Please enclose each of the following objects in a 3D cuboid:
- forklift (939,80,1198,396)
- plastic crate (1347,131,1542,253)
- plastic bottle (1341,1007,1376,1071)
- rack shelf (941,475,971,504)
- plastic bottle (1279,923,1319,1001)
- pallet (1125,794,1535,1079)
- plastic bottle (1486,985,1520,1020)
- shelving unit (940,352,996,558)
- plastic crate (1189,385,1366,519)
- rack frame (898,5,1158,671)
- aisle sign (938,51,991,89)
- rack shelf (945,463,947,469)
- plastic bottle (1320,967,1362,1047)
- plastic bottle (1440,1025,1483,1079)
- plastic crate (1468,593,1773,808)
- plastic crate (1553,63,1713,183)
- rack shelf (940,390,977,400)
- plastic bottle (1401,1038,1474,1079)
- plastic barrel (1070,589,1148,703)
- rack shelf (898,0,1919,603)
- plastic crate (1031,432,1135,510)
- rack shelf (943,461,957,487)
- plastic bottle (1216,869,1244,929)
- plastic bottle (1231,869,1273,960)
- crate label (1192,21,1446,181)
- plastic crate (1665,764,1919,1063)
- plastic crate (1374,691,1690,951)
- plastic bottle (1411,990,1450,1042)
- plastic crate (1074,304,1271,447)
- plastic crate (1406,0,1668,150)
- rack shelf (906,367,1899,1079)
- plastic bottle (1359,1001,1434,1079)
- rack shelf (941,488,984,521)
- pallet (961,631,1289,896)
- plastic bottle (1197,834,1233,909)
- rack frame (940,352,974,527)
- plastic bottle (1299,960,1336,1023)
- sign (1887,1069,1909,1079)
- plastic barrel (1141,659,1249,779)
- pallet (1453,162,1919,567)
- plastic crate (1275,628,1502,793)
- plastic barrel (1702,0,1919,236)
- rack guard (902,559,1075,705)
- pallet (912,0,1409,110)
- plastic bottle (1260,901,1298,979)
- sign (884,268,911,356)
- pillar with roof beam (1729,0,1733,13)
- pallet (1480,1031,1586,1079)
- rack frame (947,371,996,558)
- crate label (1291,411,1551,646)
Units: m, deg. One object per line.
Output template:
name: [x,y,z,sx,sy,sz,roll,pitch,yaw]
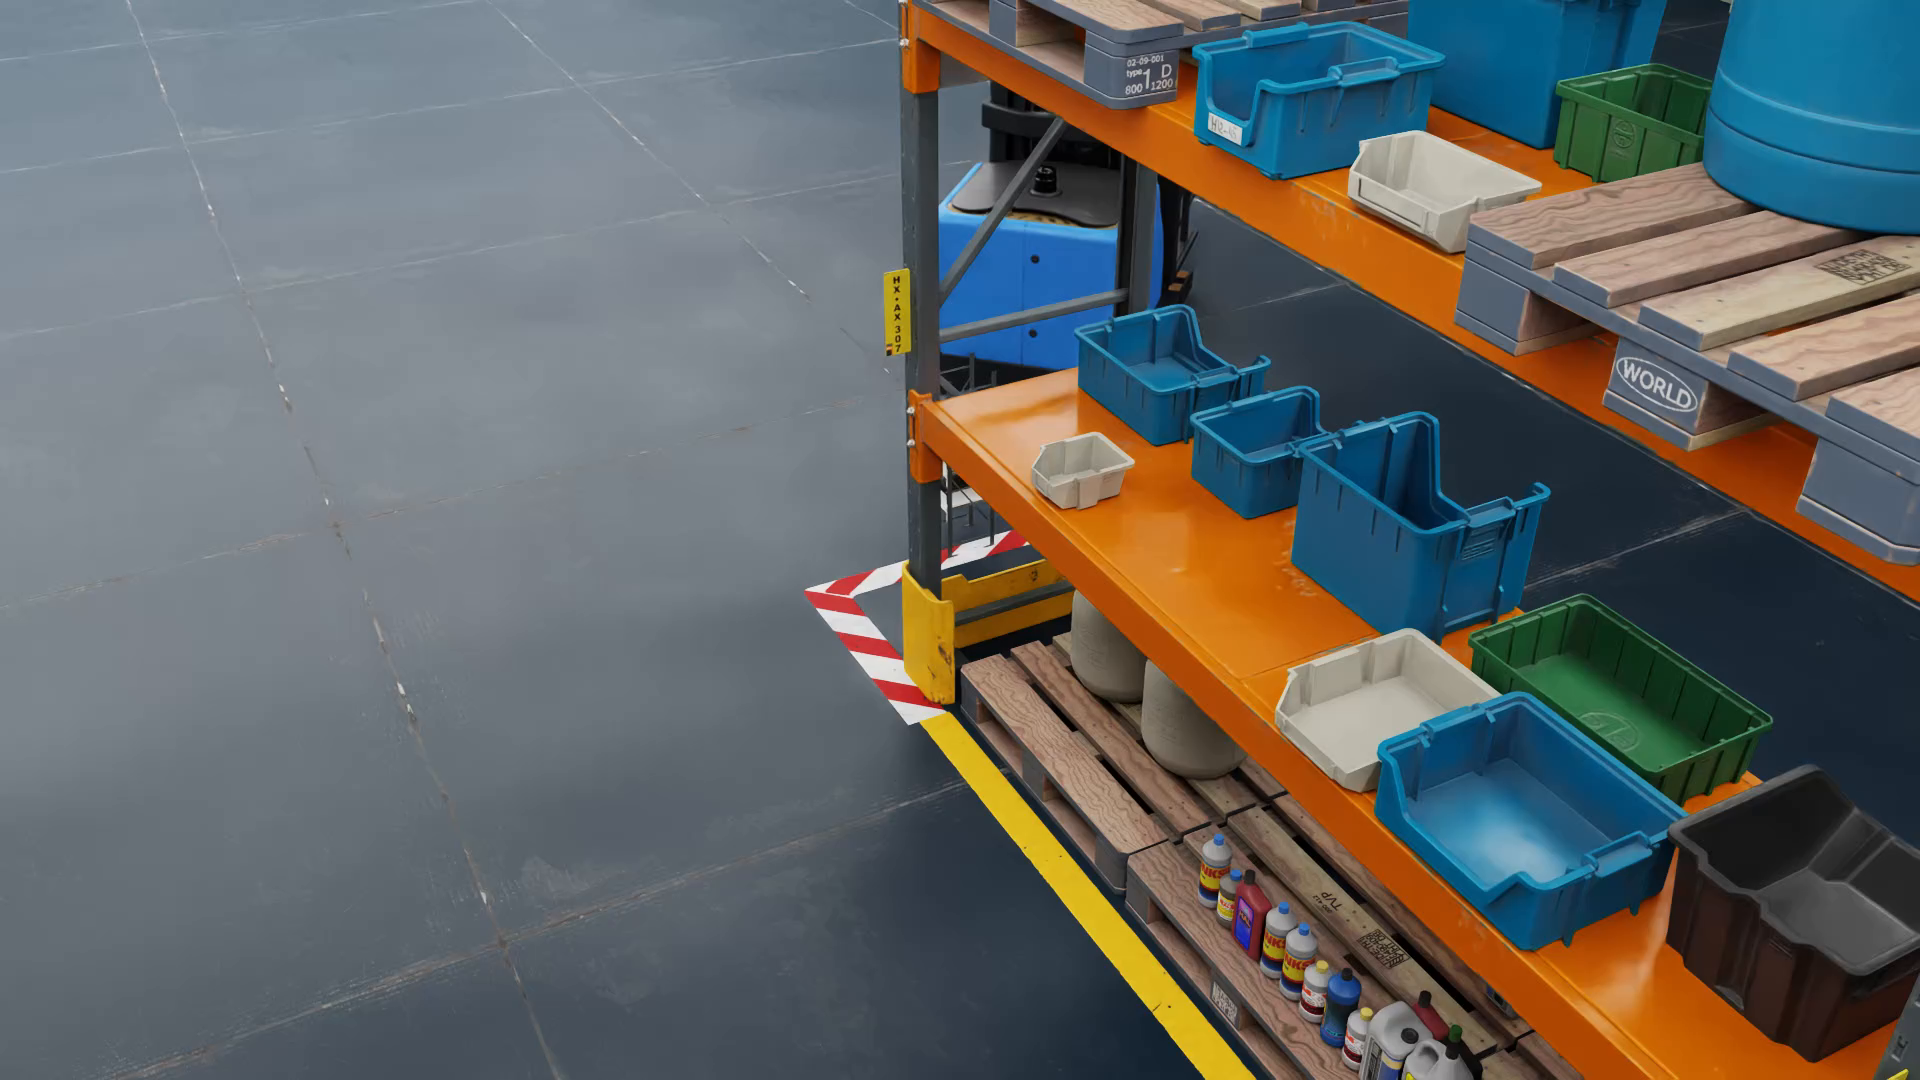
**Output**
forklift: [0.774,-2.649,9.168,1.130,2.935,3.031,10,34,15]
plastic crate: [1.023,-0.745,3.597,0.243,0.136,0.396,-16,36,-23]
plastic bottle: [1.182,1.455,4.884,0.097,0.201,0.097,0,33,0]
rack shelf: [0.004,-0.271,7.568,0.258,0.077,0.200,-16,36,-23]
plastic bottle: [1.040,1.280,5.092,0.097,0.271,0.097,0,33,0]
pallet: [1.280,1.331,5.477,1.003,0.211,1.213,-16,36,-23]
plastic bottle: [1.714,1.299,5.059,0.152,0.276,0.135,-16,36,-23]
shelving unit: [0.004,-0.375,7.501,0.258,0.900,0.210,-16,36,-23]
plastic crate: [1.060,-0.300,5.576,0.499,0.251,0.408,-16,36,-23]
rack frame: [0.264,-0.838,6.277,1.000,3.000,0.127,-16,36,-23]
aisle sign: [-0.029,-1.893,5.515,0.394,0.787,0.004,-16,36,-23]
rack shelf: [0.004,-0.423,7.471,0.258,0.077,0.200,-16,36,-23]
plastic bottle: [1.134,1.377,4.941,0.097,0.271,0.097,0,33,0]
plastic bottle: [1.412,1.511,4.721,0.061,0.283,0.133,-16,36,-23]
plastic crate: [1.746,0.441,4.477,0.450,0.188,0.662,-16,36,-23]
plastic crate: [1.634,-0.924,3.828,0.336,0.188,0.450,-16,36,-23]
rack shelf: [0.004,-0.574,7.374,0.258,0.077,0.200,-16,36,-23]
plastic bottle: [1.334,1.520,4.644,0.144,0.351,0.185,-16,36,-23]
plastic barrel: [0.638,0.328,6.375,0.421,0.512,0.421,0,33,0]
rack shelf: [1.196,-0.844,4.173,1.077,0.370,4.000,-16,36,-23]
plastic crate: [0.396,-0.219,5.556,0.298,0.136,0.250,-16,36,-23]
rack shelf: [0.004,-0.347,7.519,0.258,0.077,0.200,-16,36,-23]
plastic bottle: [0.882,1.148,5.364,0.097,0.201,0.097,0,33,0]
plastic bottle: [0.923,1.177,5.243,0.061,0.283,0.133,-15,36,-22]
crate label: [0.844,-1.062,3.984,0.502,0.251,0.408,-16,36,-23]
plastic crate: [1.997,0.815,3.755,0.767,0.338,0.504,-16,36,-23]
plastic crate: [1.373,0.674,4.056,0.499,0.251,0.616,-16,36,-23]
plastic bottle: [1.355,1.443,4.827,0.061,0.283,0.133,-16,36,-23]
plastic crate: [0.762,-0.612,6.062,0.499,0.251,0.616,-16,36,-23]
plastic crate: [1.419,-1.260,4.170,0.392,0.384,0.575,-16,36,-23]
rack shelf: [1.196,0.419,4.982,1.077,0.370,4.000,-16,36,-23]
plastic bottle: [1.261,1.473,4.787,0.152,0.276,0.135,-15,36,-22]
rack shelf: [0.004,-0.195,7.616,0.258,0.077,0.200,-16,36,-23]
pallet: [0.715,0.750,6.384,1.003,0.211,1.213,-16,36,-23]
plastic bottle: [0.834,1.069,5.422,0.097,0.271,0.097,0,33,0]
rack frame: [-0.044,-0.424,7.577,0.240,0.900,0.006,-16,36,-23]
plastic bottle: [1.086,1.357,5.037,0.097,0.201,0.097,0,33,0]
sign: [1.637,1.087,3.015,0.100,0.325,0.005,-16,36,-23]
plastic barrel: [0.872,0.567,6.002,0.421,0.512,0.421,0,33,0]
pallet: [1.706,-0.432,3.039,1.213,0.211,1.003,-16,36,-23]
plastic crate: [1.148,0.471,4.479,0.530,0.136,0.437,-16,36,-23]
plastic barrel: [1.760,-1.082,3.024,0.600,0.901,0.708,-16,36,-23]
rack guard: [0.341,0.239,6.914,1.175,0.500,0.348,-16,36,-23]
pallet: [0.563,-1.602,4.865,1.003,0.211,1.213,-16,36,-23]
plastic bottle: [0.993,1.233,5.167,0.097,0.271,0.097,0,33,0]
sign: [-0.225,-0.818,5.990,0.100,0.325,0.005,-16,36,-23]
pillar with roof beam: [3.514,-7.520,11.146,9.100,9.000,0.400,-16,36,-23]
pallet: [1.853,1.914,4.567,1.003,0.211,1.213,-16,36,-23]
rack frame: [0.051,-0.327,7.426,0.240,0.900,0.006,-16,36,-23]
crate label: [1.361,-0.043,5.003,0.502,0.435,0.616,-16,36,-23]
